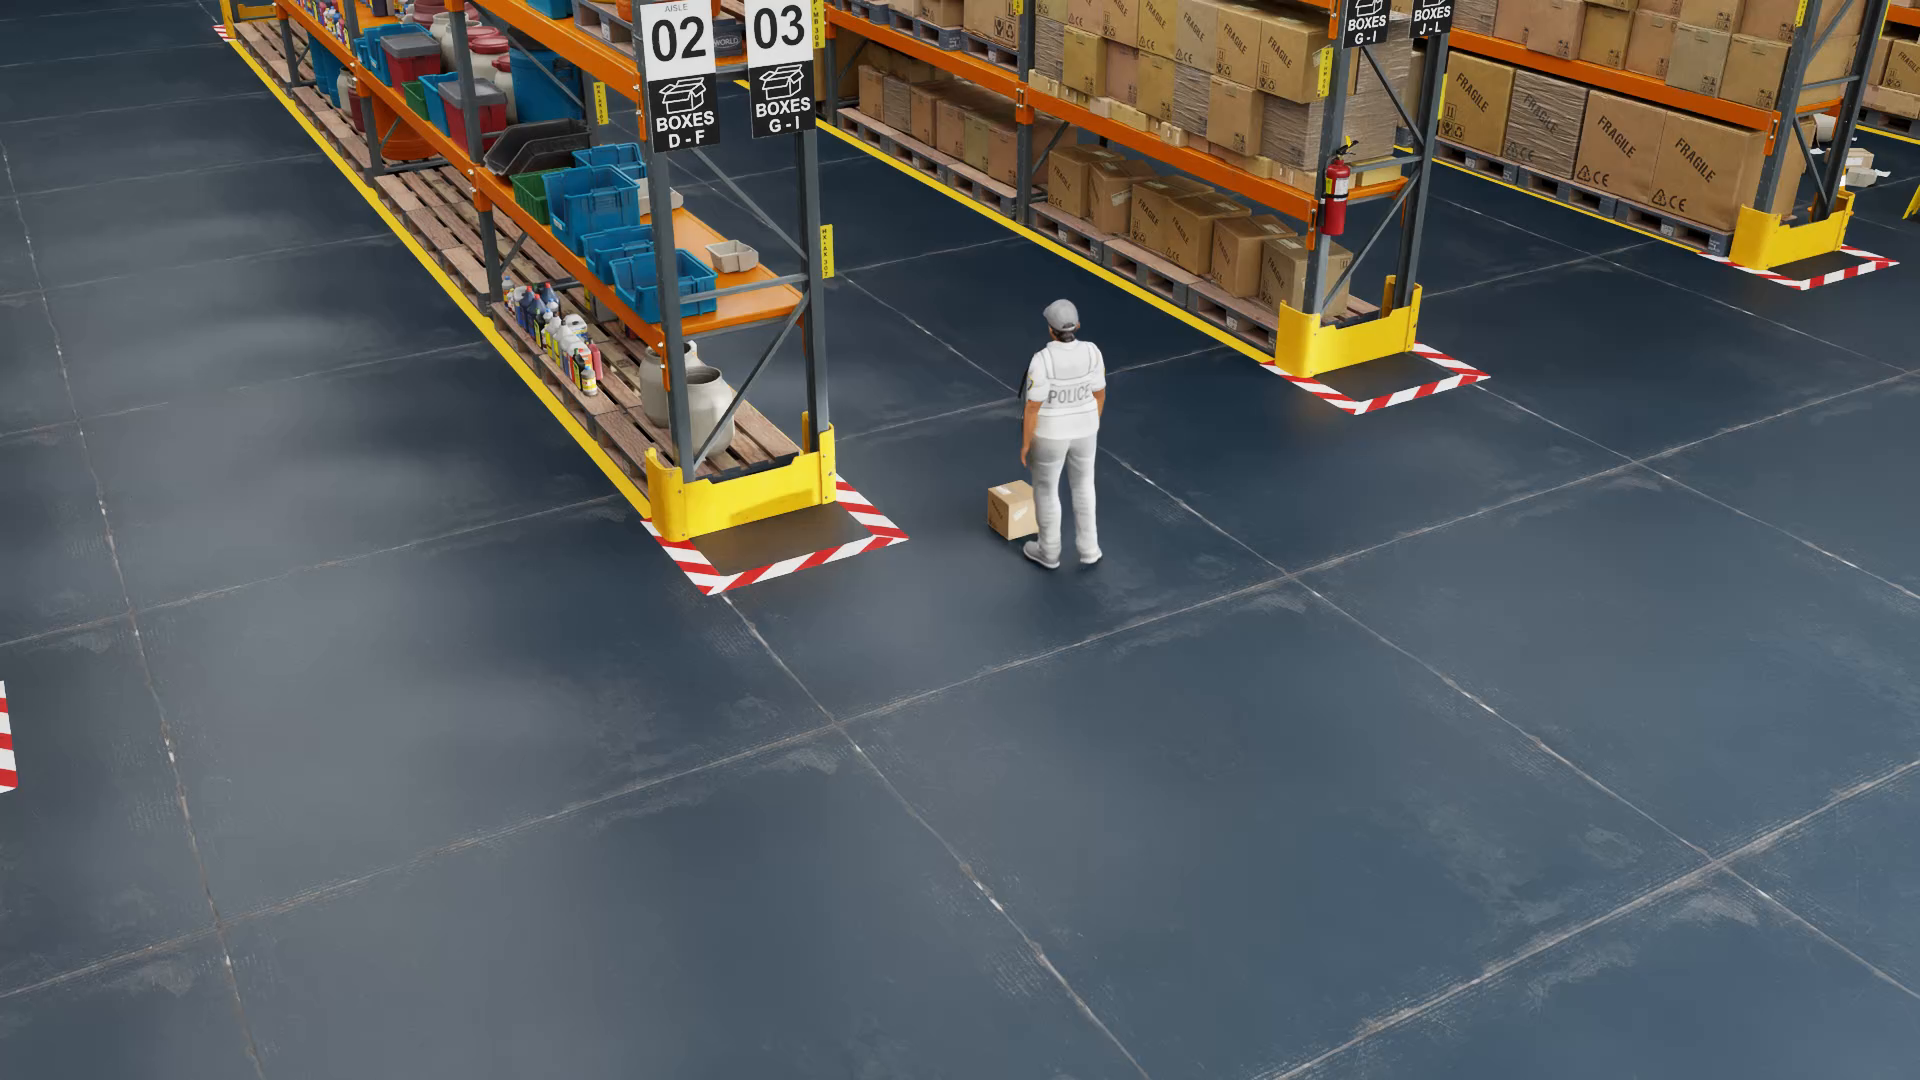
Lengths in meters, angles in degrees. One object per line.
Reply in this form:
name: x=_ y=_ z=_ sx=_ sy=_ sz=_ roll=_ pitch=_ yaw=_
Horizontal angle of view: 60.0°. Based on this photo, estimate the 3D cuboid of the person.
person: x=0.598 y=-0.600 z=9.614 sx=0.531 sy=1.674 sz=0.415 roll=-12 pitch=31 yaw=-20
